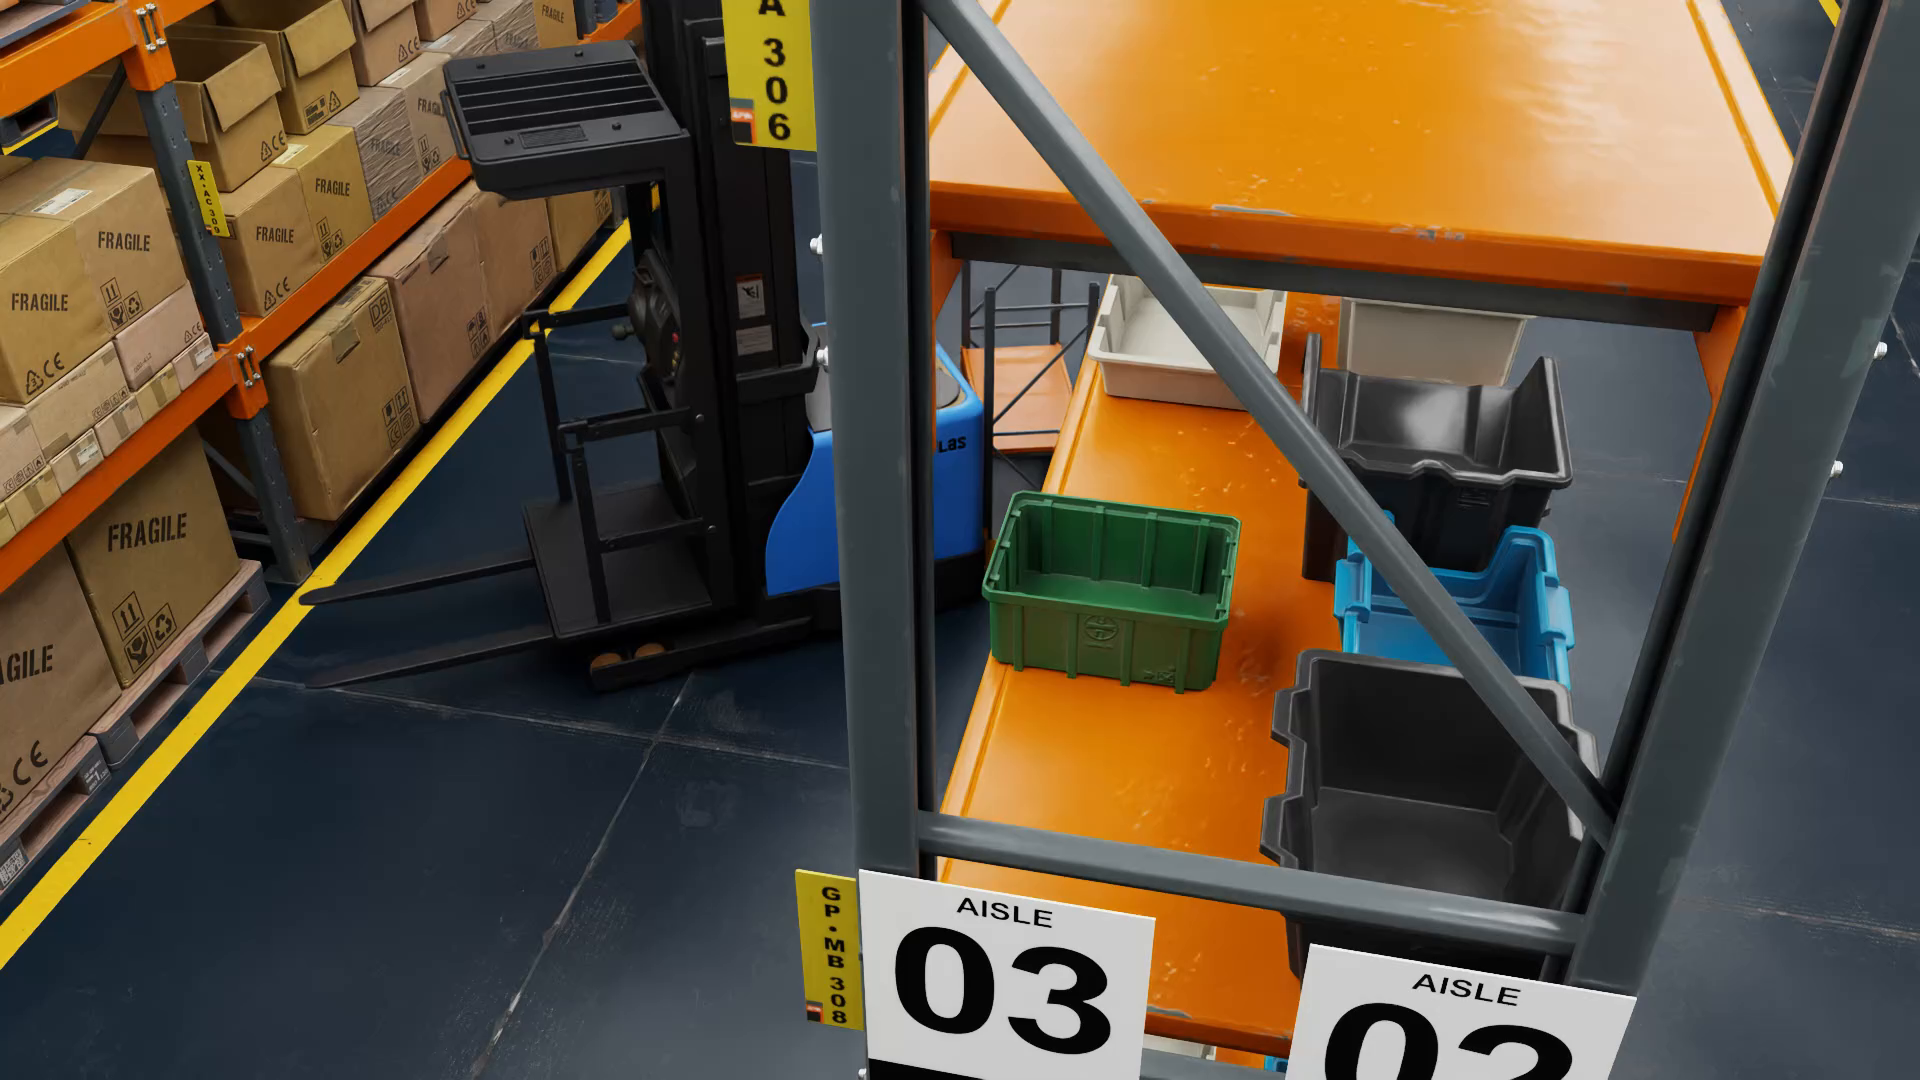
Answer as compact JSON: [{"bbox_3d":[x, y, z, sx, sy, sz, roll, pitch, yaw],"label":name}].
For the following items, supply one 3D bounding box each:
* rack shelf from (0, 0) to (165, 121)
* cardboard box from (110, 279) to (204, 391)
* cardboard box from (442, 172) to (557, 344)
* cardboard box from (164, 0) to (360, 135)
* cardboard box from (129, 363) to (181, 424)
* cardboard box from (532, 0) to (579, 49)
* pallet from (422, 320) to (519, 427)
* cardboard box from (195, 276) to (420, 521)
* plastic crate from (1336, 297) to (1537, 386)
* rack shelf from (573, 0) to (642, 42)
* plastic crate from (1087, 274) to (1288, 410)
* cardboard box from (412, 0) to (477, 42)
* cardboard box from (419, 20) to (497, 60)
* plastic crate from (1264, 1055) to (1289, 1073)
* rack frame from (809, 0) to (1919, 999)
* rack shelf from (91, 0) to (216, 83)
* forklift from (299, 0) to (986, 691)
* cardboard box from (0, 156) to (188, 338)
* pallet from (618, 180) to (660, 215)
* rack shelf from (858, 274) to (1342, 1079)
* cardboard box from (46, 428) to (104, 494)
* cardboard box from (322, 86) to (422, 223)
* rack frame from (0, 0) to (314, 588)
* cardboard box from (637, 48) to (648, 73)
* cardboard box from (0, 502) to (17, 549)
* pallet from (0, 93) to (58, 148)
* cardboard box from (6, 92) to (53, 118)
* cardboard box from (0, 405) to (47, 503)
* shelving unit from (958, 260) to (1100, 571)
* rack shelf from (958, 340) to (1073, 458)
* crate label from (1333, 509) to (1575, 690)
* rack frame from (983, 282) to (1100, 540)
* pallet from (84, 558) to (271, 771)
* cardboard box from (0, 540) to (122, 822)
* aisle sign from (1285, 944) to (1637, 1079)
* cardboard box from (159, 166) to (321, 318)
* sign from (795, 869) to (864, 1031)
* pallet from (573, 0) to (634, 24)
[{"bbox_3d":[-4.051,-0.861,4.939,1.077,0.370,4.000,7,37,10],"label":"rack shelf"},{"bbox_3d":[-3.462,-0.858,6.753,0.500,0.250,0.500,7,36,9],"label":"cardboard box"},{"bbox_3d":[-3.135,-1.785,9.609,1.225,0.875,0.875,7,37,10],"label":"cardboard box"},{"bbox_3d":[-3.338,-2.291,7.914,0.797,0.503,0.637,8,37,10],"label":"cardboard box"},{"bbox_3d":[-3.424,-0.619,6.762,0.380,0.149,0.250,8,37,11],"label":"cardboard box"},{"bbox_3d":[-2.633,-3.104,9.892,0.500,0.500,0.500,8,37,11],"label":"cardboard box"},{"bbox_3d":[-3.274,-1.109,9.600,1.003,0.211,1.213,7,37,10],"label":"pallet"},{"bbox_3d":[-3.507,-0.764,8.201,1.225,0.875,0.875,7,37,10],"label":"cardboard box"},{"bbox_3d":[1.135,-0.569,4.024,0.437,0.282,0.530,7,37,10],"label":"plastic crate"},{"bbox_3d":[-2.343,-4.233,12.148,1.077,0.370,4.000,7,37,10],"label":"rack shelf"},{"bbox_3d":[0.559,-0.494,4.045,0.437,0.136,0.530,7,37,10],"label":"plastic crate"},{"bbox_3d":[-3.084,-3.034,8.940,0.797,0.503,0.637,8,37,11],"label":"cardboard box"},{"bbox_3d":[-2.853,-2.521,9.087,0.500,0.500,0.500,6,36,8],"label":"cardboard box"},{"bbox_3d":[0.875,1.395,3.861,0.416,0.233,0.300,7,37,10],"label":"plastic crate"},{"bbox_3d":[0.360,-0.600,1.409,1.000,3.000,0.127,7,37,10],"label":"rack frame"},{"bbox_3d":[-3.197,-3.155,8.104,1.077,0.370,4.000,7,37,10],"label":"rack shelf"},{"bbox_3d":[-1.453,-0.873,6.957,3.031,2.935,1.130,-12,38,-16],"label":"forklift"},{"bbox_3d":[-3.461,-1.151,6.517,0.500,0.500,0.500,8,37,11],"label":"cardboard box"},{"bbox_3d":[-2.601,-2.697,11.791,1.003,0.211,1.213,7,37,10],"label":"pallet"},{"bbox_3d":[0.787,-0.241,4.083,1.077,0.370,4.000,7,37,10],"label":"rack shelf"},{"bbox_3d":[-3.534,-0.325,6.356,0.380,0.149,0.250,8,37,11],"label":"cardboard box"},{"bbox_3d":[-3.068,-1.933,8.276,0.500,0.500,0.500,7,36,9],"label":"cardboard box"},{"bbox_3d":[-3.624,-1.085,7.191,1.000,3.000,0.127,7,37,10],"label":"rack frame"},{"bbox_3d":[-2.540,-3.250,11.934,0.700,0.500,0.500,4,36,6],"label":"cardboard box"},{"bbox_3d":[-3.643,-0.030,5.950,0.380,0.149,0.250,7,36,9],"label":"cardboard box"},{"bbox_3d":[-7.352,-3.371,12.721,1.003,0.211,1.213,7,37,10],"label":"pallet"},{"bbox_3d":[-7.376,-3.655,12.296,1.050,0.750,0.750,7,36,9],"label":"cardboard box"},{"bbox_3d":[-3.679,-0.269,5.939,0.500,0.250,0.500,8,37,11],"label":"cardboard box"},{"bbox_3d":[0.308,-0.786,8.056,0.587,1.500,1.083,-3,36,-5],"label":"shelving unit"},{"bbox_3d":[0.307,-0.645,8.169,0.538,0.185,1.000,-3,36,-5],"label":"rack shelf"},{"bbox_3d":[0.873,0.187,3.007,0.408,0.251,0.502,7,37,10],"label":"crate label"},{"bbox_3d":[0.357,-0.494,7.653,0.500,1.500,0.032,-3,36,-5],"label":"rack frame"},{"bbox_3d":[-3.863,0.470,7.421,1.003,0.211,1.213,7,37,10],"label":"pallet"},{"bbox_3d":[-4.035,0.490,6.471,0.875,0.875,0.875,7,37,10],"label":"cardboard box"},{"bbox_3d":[0.635,0.855,2.299,0.394,0.787,0.004,7,37,10],"label":"aisle sign"},{"bbox_3d":[-3.282,-1.358,7.482,0.500,0.500,0.500,7,37,10],"label":"cardboard box"},{"bbox_3d":[-0.181,0.597,2.403,0.100,0.325,0.005,7,37,10],"label":"sign"},{"bbox_3d":[-2.722,-3.722,10.993,1.213,0.211,1.003,7,37,10],"label":"pallet"}]
